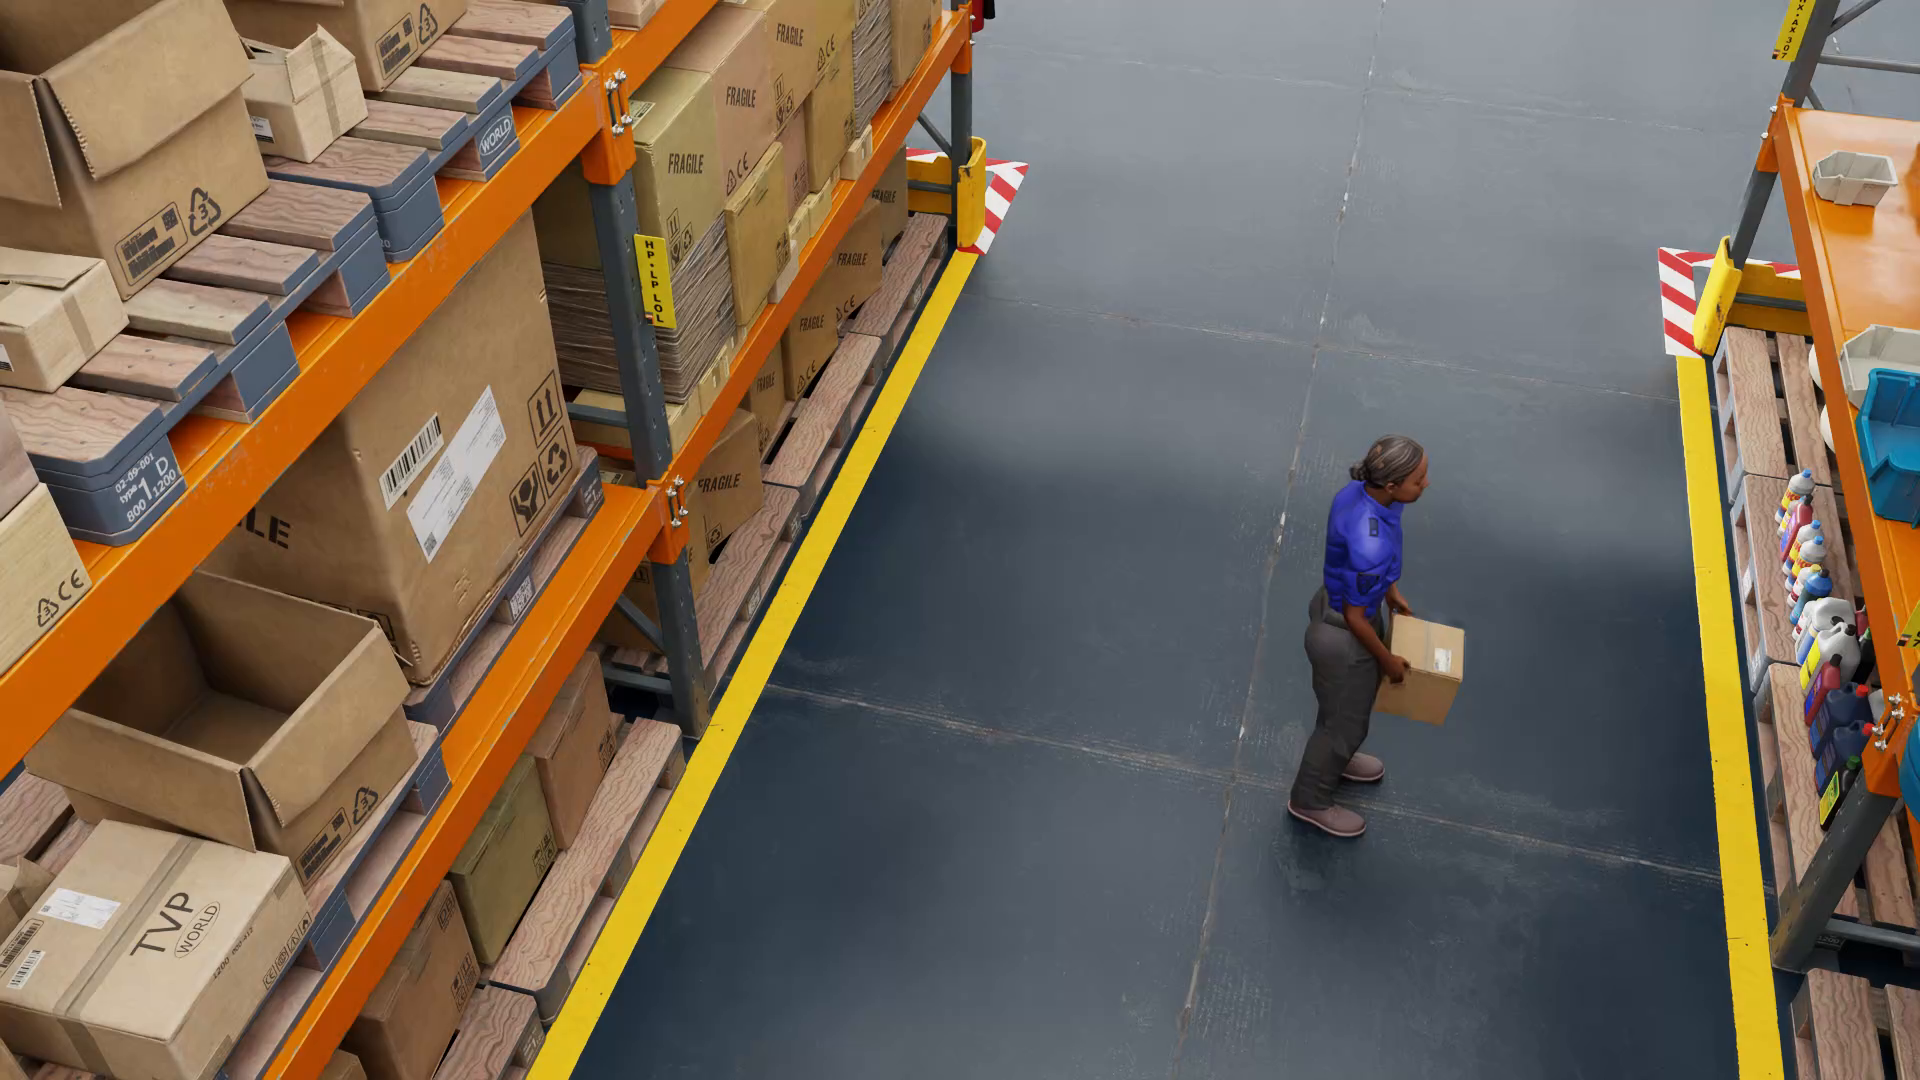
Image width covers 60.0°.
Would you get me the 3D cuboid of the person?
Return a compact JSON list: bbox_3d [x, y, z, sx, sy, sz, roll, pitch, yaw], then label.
[{"bbox_3d":[1.408,0.316,5.796,0.398,1.662,0.486,9,42,10],"label":"person"}]
